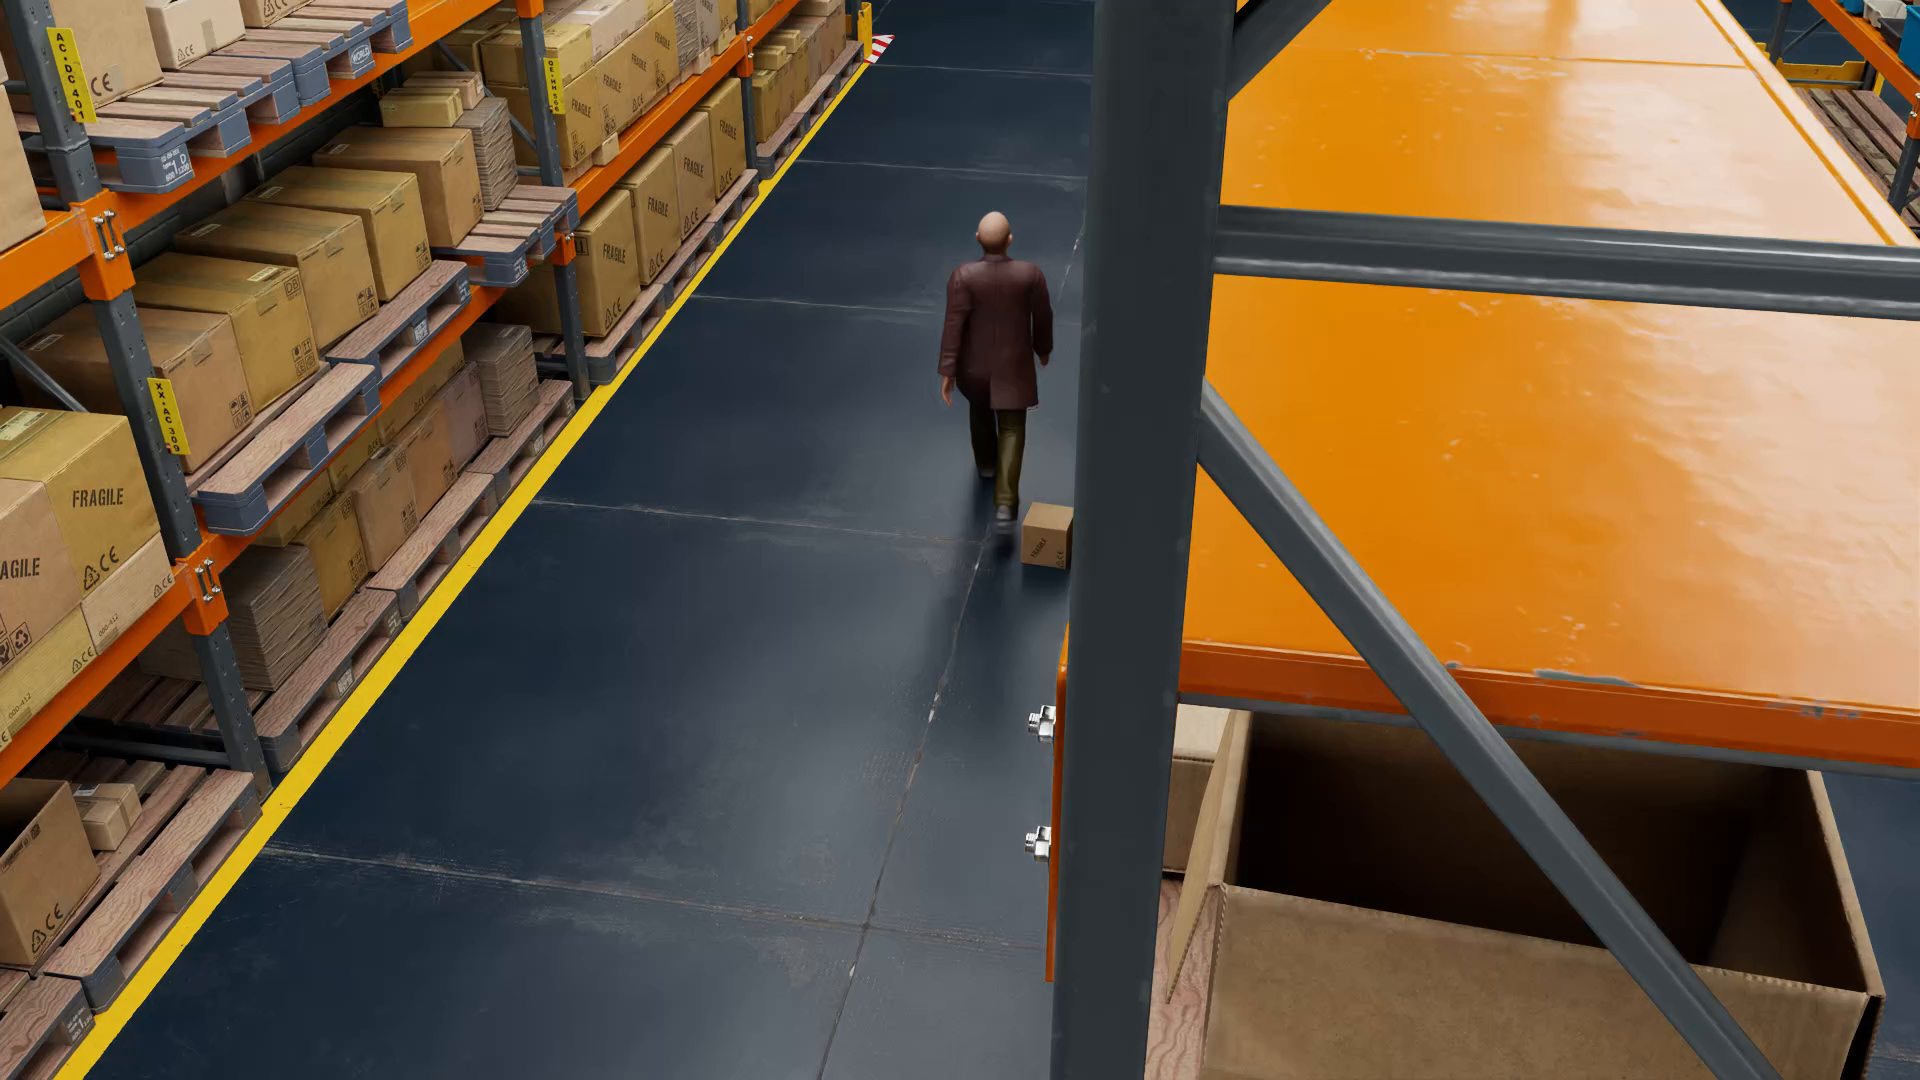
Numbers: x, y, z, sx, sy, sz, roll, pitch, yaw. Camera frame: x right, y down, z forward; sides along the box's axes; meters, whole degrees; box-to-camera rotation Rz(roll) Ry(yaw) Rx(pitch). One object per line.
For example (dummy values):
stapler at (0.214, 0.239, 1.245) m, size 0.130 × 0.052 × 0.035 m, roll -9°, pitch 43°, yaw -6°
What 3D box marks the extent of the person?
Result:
person at (0.206, -0.985, 9.236) m, size 0.615 × 1.728 × 1.153 m, roll 2°, pitch 32°, yaw 3°
